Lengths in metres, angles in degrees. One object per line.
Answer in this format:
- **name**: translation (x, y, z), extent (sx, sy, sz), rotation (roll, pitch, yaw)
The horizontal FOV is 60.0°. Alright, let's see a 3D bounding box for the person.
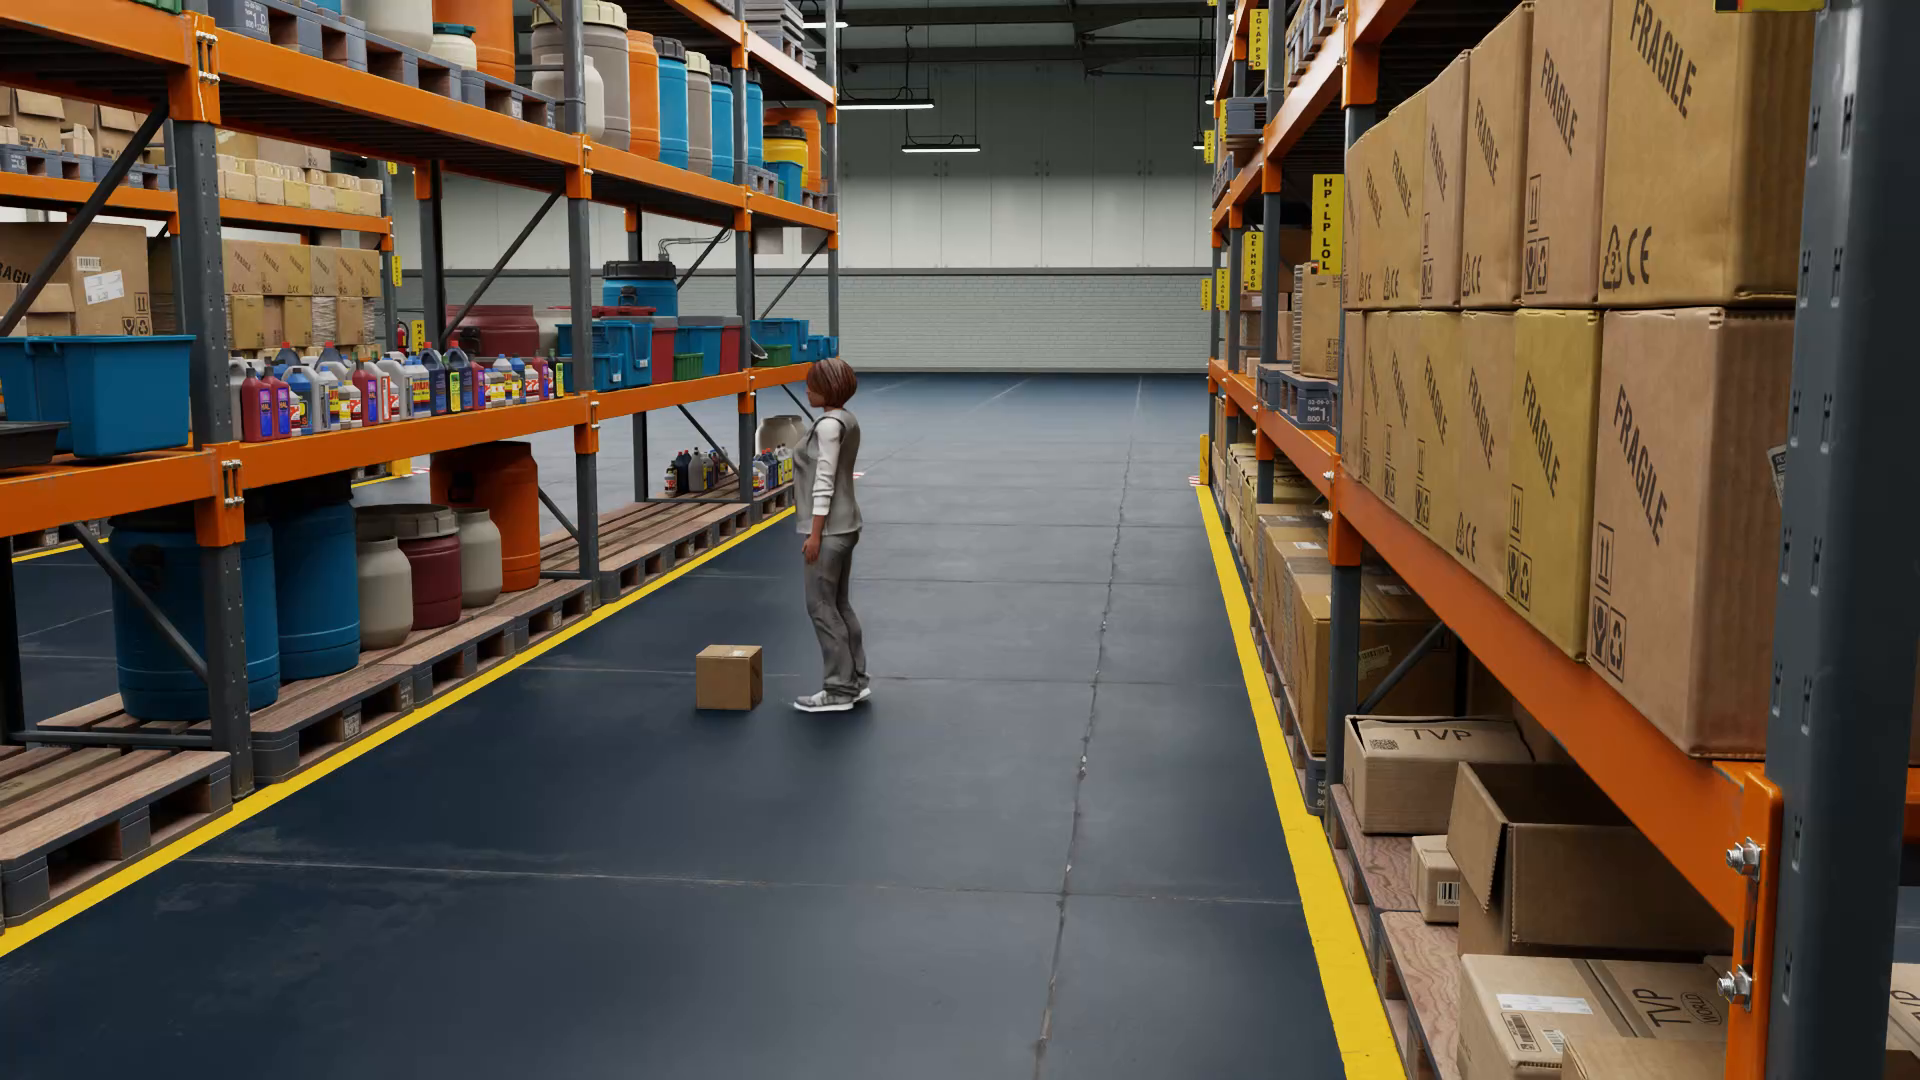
- **person**: translation (-0.585, -0.001, 7.511), extent (0.318, 1.640, 0.407), rotation (1, 8, 8)
